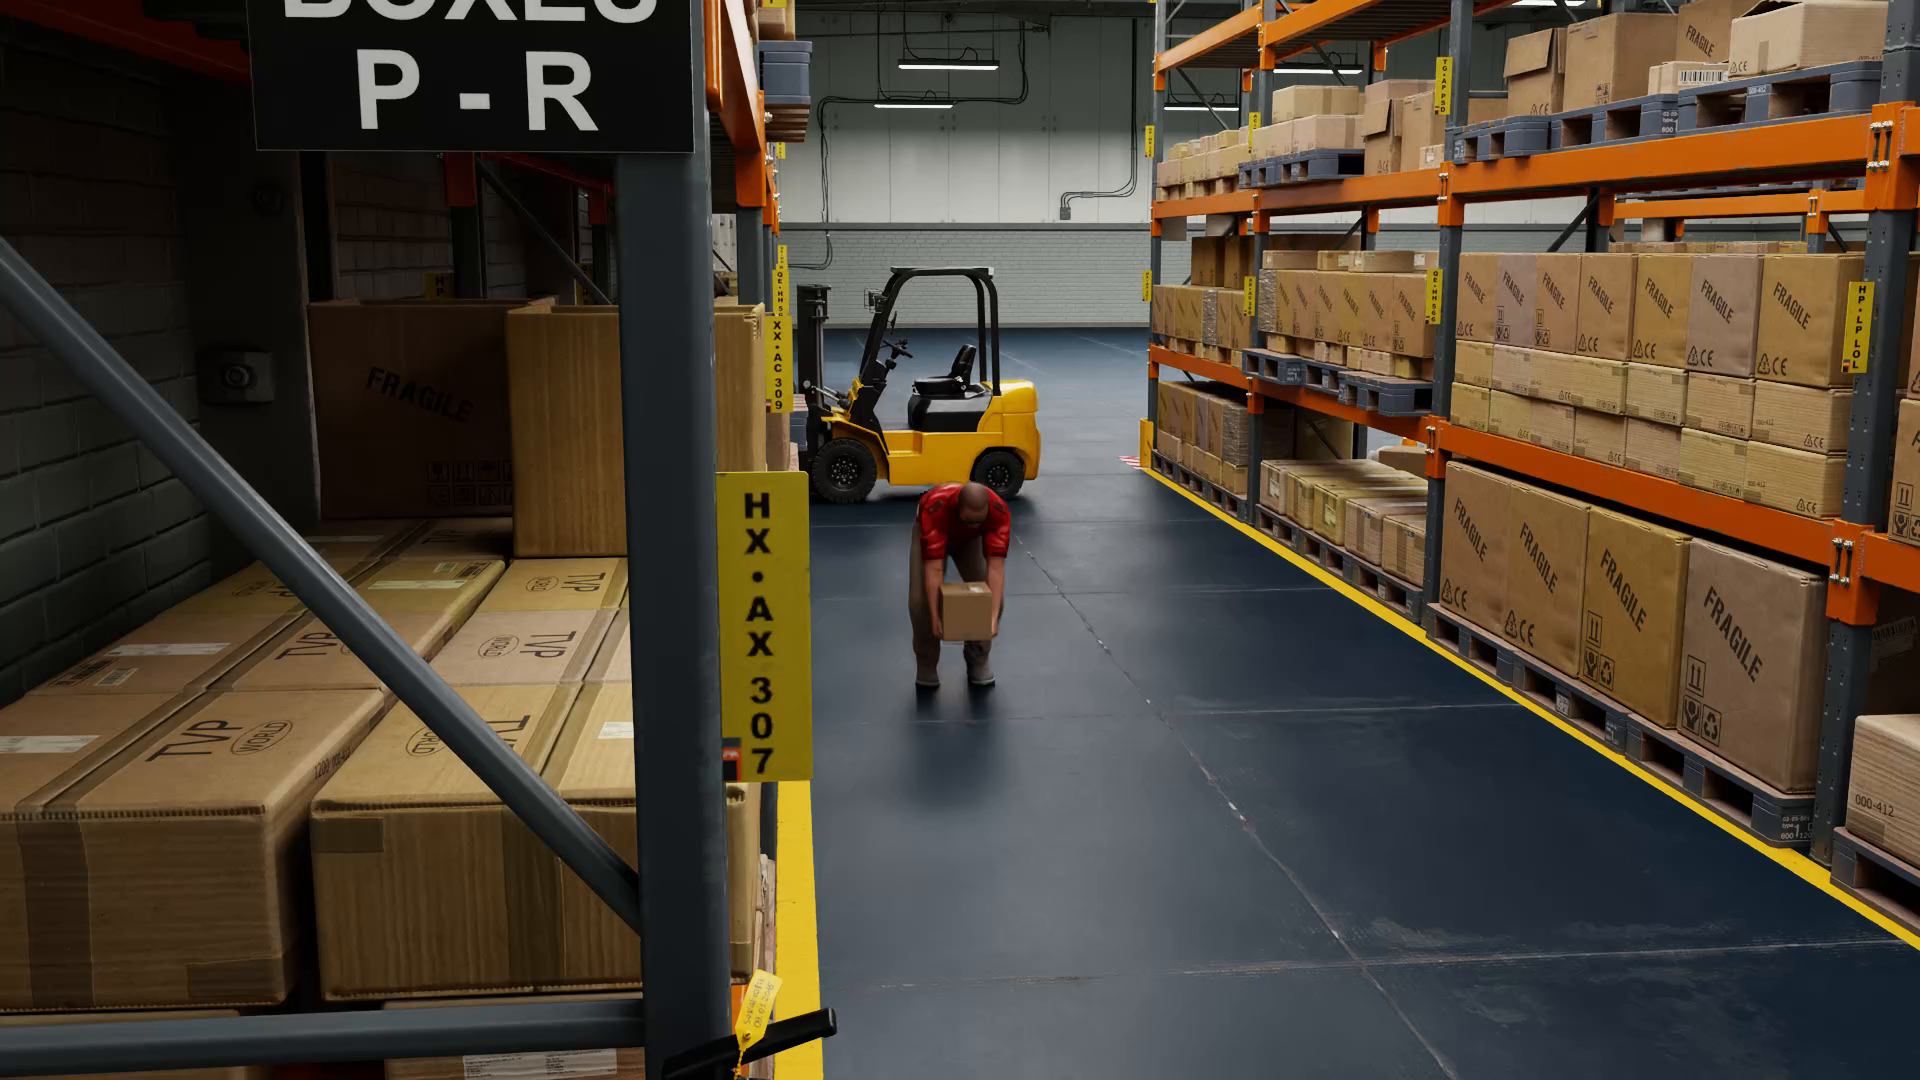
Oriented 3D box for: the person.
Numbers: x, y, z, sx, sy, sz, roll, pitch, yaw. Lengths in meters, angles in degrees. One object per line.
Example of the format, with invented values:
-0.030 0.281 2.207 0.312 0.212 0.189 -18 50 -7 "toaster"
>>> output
-0.007 0.226 8.792 0.517 1.170 0.931 -2 10 -9 "person"
